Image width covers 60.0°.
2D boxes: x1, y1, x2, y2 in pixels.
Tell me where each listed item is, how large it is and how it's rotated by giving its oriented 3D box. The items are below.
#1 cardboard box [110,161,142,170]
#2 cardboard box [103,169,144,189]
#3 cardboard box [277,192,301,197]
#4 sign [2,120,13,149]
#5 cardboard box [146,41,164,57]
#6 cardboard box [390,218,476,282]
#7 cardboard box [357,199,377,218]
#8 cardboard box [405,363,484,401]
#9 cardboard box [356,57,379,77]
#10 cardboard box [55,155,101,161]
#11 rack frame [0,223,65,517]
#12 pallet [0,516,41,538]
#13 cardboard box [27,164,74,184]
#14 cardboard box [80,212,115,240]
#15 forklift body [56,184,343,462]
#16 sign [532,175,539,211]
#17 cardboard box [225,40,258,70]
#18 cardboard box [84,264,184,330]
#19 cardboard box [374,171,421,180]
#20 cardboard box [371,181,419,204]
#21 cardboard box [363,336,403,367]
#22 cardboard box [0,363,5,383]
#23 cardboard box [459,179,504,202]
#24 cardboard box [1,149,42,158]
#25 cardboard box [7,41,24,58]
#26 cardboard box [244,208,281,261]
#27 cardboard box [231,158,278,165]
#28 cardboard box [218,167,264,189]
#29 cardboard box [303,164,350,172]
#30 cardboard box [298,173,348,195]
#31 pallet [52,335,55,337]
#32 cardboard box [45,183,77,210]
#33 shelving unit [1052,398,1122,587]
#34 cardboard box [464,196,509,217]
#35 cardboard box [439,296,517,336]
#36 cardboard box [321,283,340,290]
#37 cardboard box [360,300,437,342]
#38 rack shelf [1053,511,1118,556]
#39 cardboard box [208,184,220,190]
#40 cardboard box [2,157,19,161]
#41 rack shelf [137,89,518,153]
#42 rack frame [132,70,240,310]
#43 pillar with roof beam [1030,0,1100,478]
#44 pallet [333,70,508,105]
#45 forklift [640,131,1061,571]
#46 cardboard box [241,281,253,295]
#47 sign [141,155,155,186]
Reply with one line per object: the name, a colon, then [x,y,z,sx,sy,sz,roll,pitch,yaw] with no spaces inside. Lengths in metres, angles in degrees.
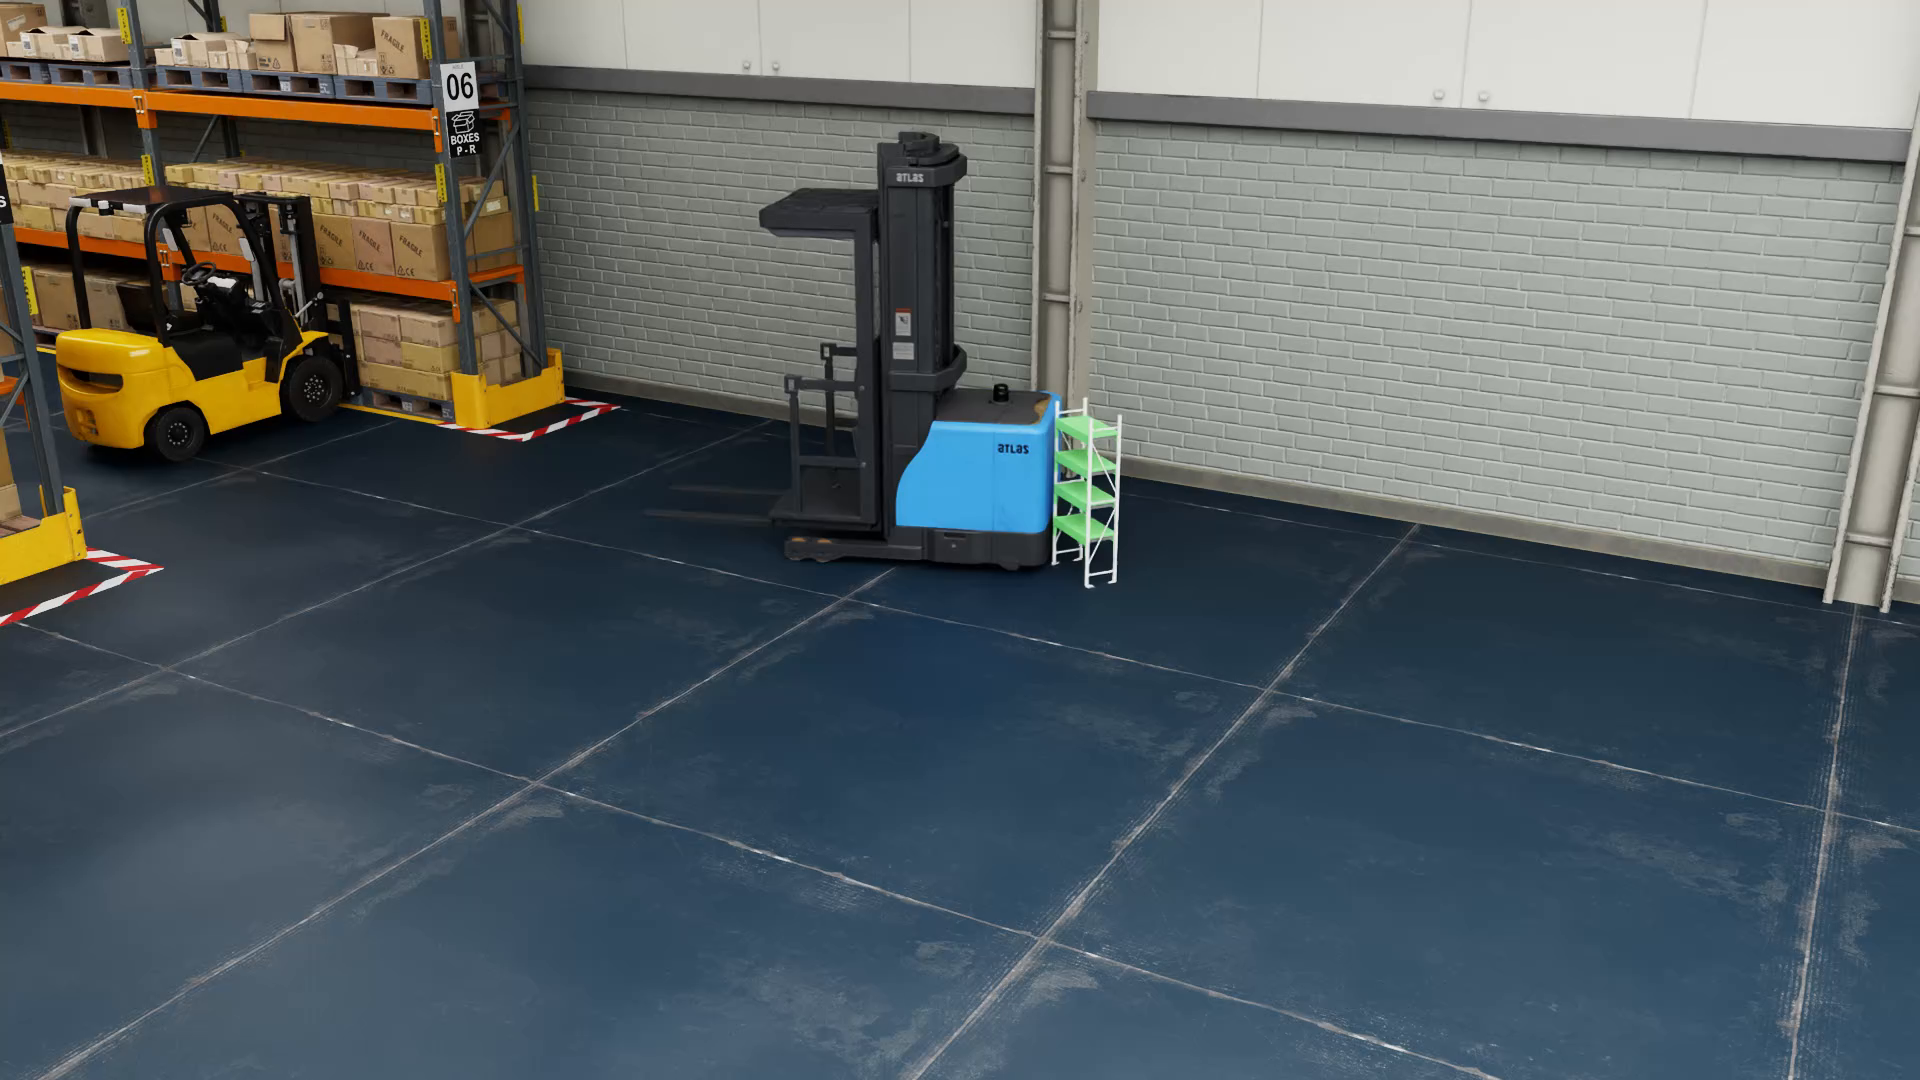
cardboard box: [-8.803,-3.943,17.738,0.250,0.149,0.380,11,23,27]
cardboard box: [-8.565,-3.718,17.117,0.250,0.149,0.380,11,23,27]
cardboard box: [-6.247,-3.239,15.797,0.250,0.149,0.380,10,22,26]
sign: [-10.961,-4.657,19.105,0.005,0.325,0.100,11,23,27]
cardboard box: [-8.382,-5.017,17.005,0.250,0.149,0.380,11,23,27]
cardboard box: [-4.802,-2.667,15.171,0.500,0.500,0.500,10,22,26]
cardboard box: [-5.329,-3.082,15.364,0.250,0.149,0.380,11,22,27]
cardboard box: [-4.809,-1.505,15.532,0.500,0.250,0.500,11,23,28]
cardboard box: [-5.116,-4.200,14.751,0.250,0.149,0.380,10,22,26]
cardboard box: [-9.670,-4.130,18.253,0.250,0.149,0.380,10,22,26]
rack frame: [-6.662,-1.138,11.103,0.127,3.000,1.000,11,23,27]
pallet: [-7.420,0.015,12.015,1.213,0.211,1.003,11,23,27]
cardboard box: [-9.542,-3.849,17.478,0.250,0.149,0.380,10,22,26]
cardboard box: [-8.746,-3.299,17.280,0.500,0.250,0.500,11,22,27]
forklift body: [-6.790,-1.989,14.695,1.214,2.155,2.313,11,23,27]
sign: [-3.969,-3.224,15.470,0.005,0.325,0.100,11,23,27]
cardboard box: [-6.589,-4.535,15.505,0.258,0.266,0.396,10,22,26]
cardboard box: [-8.871,-2.577,17.937,0.625,0.625,0.875,11,22,27]
cardboard box: [-5.334,-3.402,15.812,0.250,0.149,0.380,12,23,29]
cardboard box: [-5.132,-3.172,15.176,0.250,0.149,0.380,11,23,28]
cardboard box: [-5.255,-1.830,15.695,0.500,0.250,0.500,11,22,27]
cardboard box: [-6.858,-1.138,11.471,0.250,0.149,0.380,11,23,28]
cardboard box: [-4.434,-3.227,15.329,0.250,0.149,0.380,10,22,26]
cardboard box: [-10.563,-4.294,18.707,0.250,0.149,0.380,11,23,29]
cardboard box: [-9.518,-5.038,17.063,0.250,0.149,0.380,10,22,27]
cardboard box: [-6.571,-3.011,16.121,0.500,0.500,0.500,11,22,27]
cardboard box: [-7.112,-3.756,16.786,0.250,0.149,0.380,10,22,26]
cardboard box: [-6.929,-3.502,16.086,0.250,0.149,0.380,11,23,28]
cardboard box: [-6.208,-3.587,16.322,0.250,0.149,0.380,11,22,27]
cardboard box: [-6.002,-3.358,15.689,0.250,0.149,0.380,11,23,28]
pallet: [-10.529,-2.487,18.912,1.213,0.211,1.003,11,23,27]
cardboard box: [-9.186,-3.621,17.437,0.500,0.250,0.500,11,23,28]
shelving unit: [0.872,-0.333,11.525,0.258,1.200,0.503,-9,22,-23]
cardboard box: [-4.414,-3.102,15.419,0.250,0.149,0.380,10,22,26]
cardboard box: [-4.572,-2.127,15.781,0.500,0.250,0.500,10,22,26]
cardboard box: [-6.328,-2.464,16.709,0.500,0.250,0.500,11,23,28]
cardboard box: [-5.247,-2.058,15.589,0.500,0.250,0.500,11,23,28]
rack shelf: [0.872,-0.048,11.628,0.258,0.148,0.480,-9,22,-23]
cardboard box: [-7.119,-3.424,16.308,0.250,0.149,0.380,11,23,27]
cardboard box: [-10.389,-4.039,18.003,0.250,0.149,0.380,11,23,28]
rack shelf: [-5.991,-4.021,15.706,4.000,0.370,1.077,11,23,27]
rack frame: [-7.737,-3.281,17.012,0.127,3.000,1.000,11,23,27]
pillar with roof beam: [-1.274,-3.541,8.930,0.400,9.000,9.100,11,23,27]
pallet: [-4.849,-4.110,15.027,1.213,0.211,1.003,11,23,27]
forklift: [-0.809,-1.388,11.892,3.031,2.935,1.130,3,20,9]
cardboard box: [-7.026,-2.394,16.517,0.500,0.250,0.500,11,23,27]
sign: [-7.993,-3.625,16.378,0.005,0.325,0.100,11,23,27]
